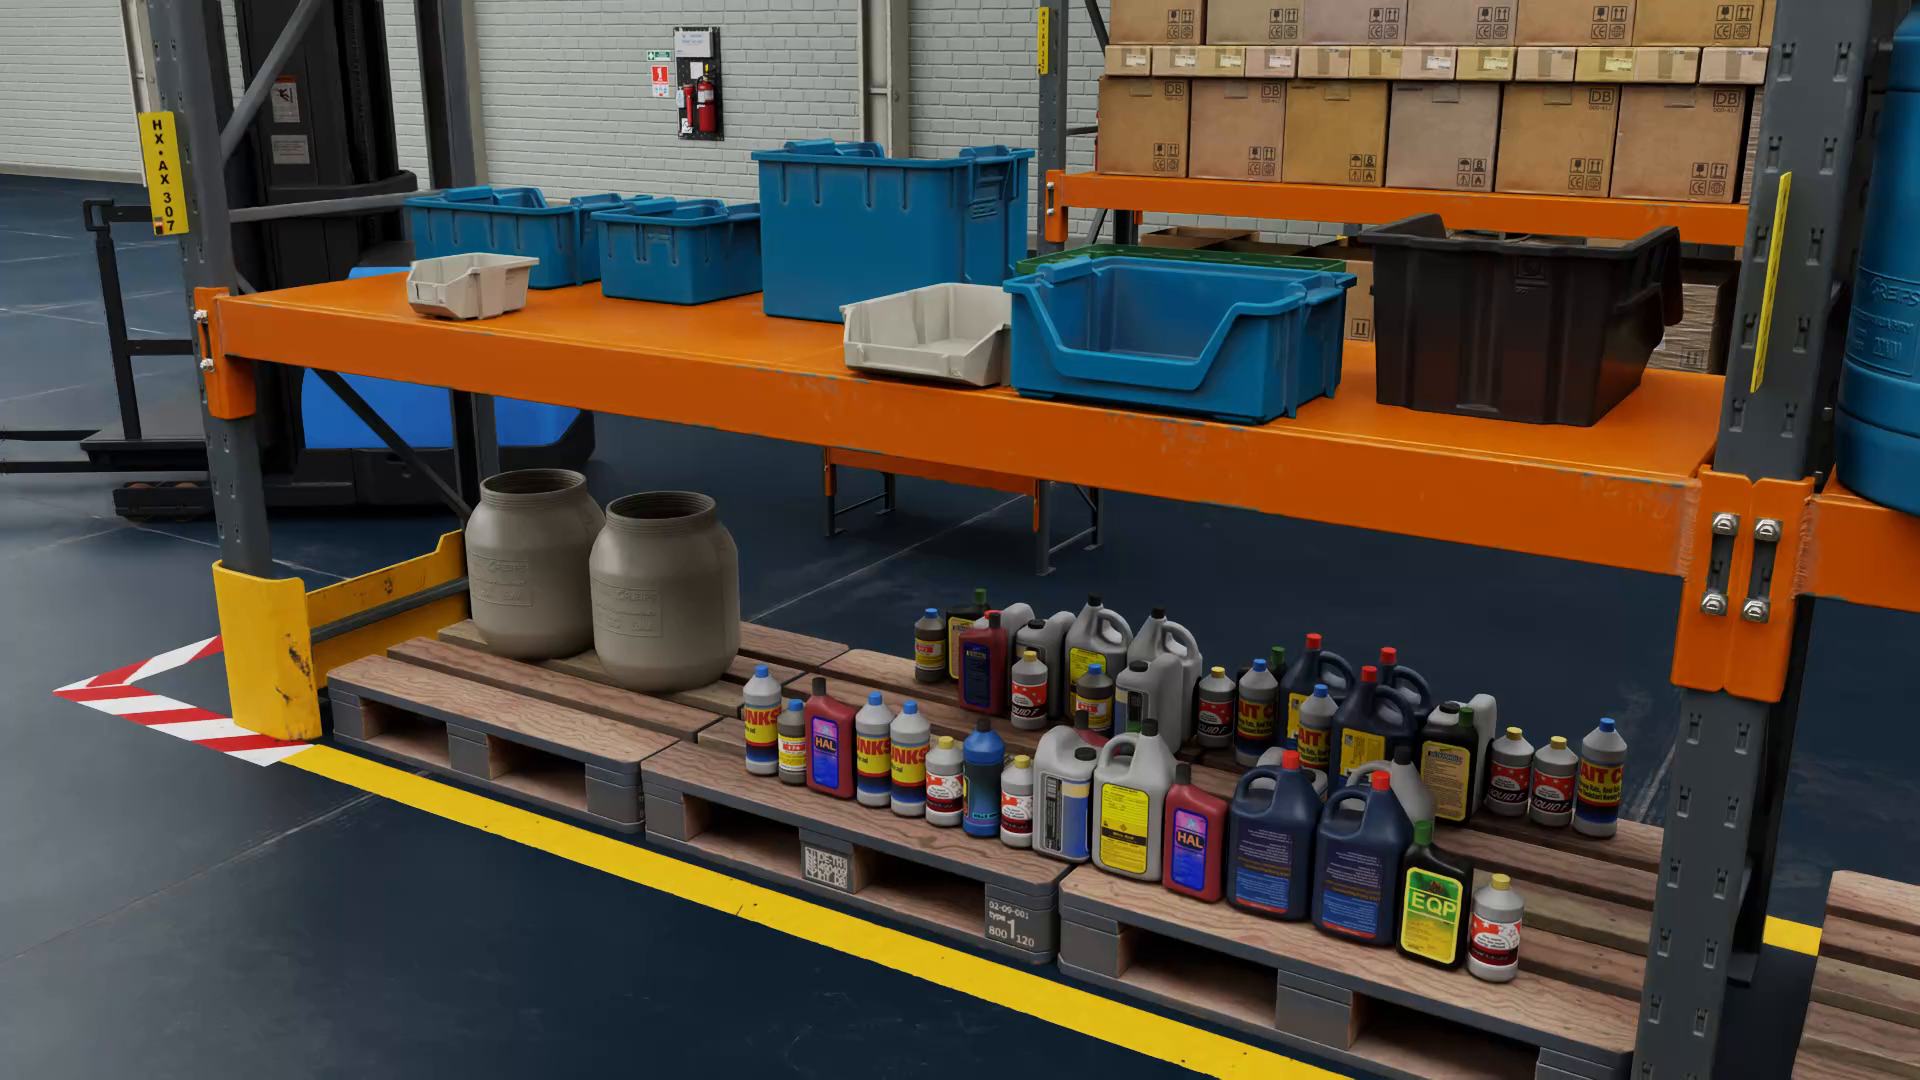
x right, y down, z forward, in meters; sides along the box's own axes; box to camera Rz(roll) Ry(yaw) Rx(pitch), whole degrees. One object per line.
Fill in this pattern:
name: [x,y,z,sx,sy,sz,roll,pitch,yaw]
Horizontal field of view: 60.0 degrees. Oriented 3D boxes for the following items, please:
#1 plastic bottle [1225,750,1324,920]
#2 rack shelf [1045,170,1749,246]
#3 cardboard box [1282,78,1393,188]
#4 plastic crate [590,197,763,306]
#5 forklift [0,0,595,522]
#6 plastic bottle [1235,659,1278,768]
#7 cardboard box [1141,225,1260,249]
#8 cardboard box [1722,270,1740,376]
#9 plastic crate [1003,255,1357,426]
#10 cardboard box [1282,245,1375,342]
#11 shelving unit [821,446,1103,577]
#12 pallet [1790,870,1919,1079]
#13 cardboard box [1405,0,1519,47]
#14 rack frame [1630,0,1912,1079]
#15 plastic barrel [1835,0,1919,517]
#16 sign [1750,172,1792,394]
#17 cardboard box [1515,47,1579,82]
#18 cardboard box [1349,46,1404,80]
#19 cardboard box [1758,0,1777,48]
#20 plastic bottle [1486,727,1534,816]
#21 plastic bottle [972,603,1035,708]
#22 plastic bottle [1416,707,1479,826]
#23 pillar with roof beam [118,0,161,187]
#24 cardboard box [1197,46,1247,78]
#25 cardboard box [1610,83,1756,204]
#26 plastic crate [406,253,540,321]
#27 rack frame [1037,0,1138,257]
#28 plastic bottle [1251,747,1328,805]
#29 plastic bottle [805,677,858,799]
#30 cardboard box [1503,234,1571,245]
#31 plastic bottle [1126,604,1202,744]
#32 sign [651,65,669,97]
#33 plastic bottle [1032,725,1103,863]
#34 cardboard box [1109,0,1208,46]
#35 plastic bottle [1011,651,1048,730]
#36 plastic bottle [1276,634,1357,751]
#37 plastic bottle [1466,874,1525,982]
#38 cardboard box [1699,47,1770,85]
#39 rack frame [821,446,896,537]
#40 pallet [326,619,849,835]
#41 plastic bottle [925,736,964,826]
plastic bottle: [0.668,0.608,3.519,0.185,0.351,0.144,9,19,27]
rack shelf: [2.423,-1.579,8.157,4.000,0.370,1.077,10,20,30]
cardboard box: [1.980,-2.046,8.283,0.500,0.500,0.700,10,20,30]
plastic crate: [-0.743,-0.828,4.702,0.408,0.251,0.499,10,20,30]
forklift: [-3.269,-1.635,7.222,3.031,2.935,1.130,-1,17,-3]
plastic bottle: [0.755,0.435,4.227,0.097,0.271,0.097,0,17,0]
cardboard box: [1.331,-1.464,9.257,0.500,0.500,0.500,10,20,30]
cardboard box: [3.896,-1.011,7.768,0.500,0.500,0.500,10,20,30]
plastic crate: [0.446,-0.423,3.368,0.616,0.251,0.499,10,20,30]
cardboard box: [1.919,-1.187,8.345,0.500,0.500,0.500,10,20,30]
shelving unit: [0.006,-0.537,6.714,1.048,1.125,0.538,10,20,30]
pallet: [2.221,1.051,3.058,1.213,0.211,1.003,10,20,30]
cardboard box: [2.463,-2.583,7.819,0.500,0.500,0.700,10,20,30]
rack frame: [1.532,-0.393,3.014,0.127,3.000,1.000,10,20,30]
plastic barrel: [1.702,-0.499,2.501,0.708,0.901,0.600,10,20,30]
sign: [1.234,-0.391,2.531,0.005,0.325,0.100,10,20,30]
cardboard box: [2.702,-2.159,7.540,0.250,0.149,0.380,11,20,32]
cardboard box: [2.039,-2.277,7.930,0.250,0.149,0.380,10,19,29]
cardboard box: [3.746,-2.354,7.065,0.500,0.500,0.700,10,20,30]
plastic bottle: [1.316,0.548,3.976,0.097,0.201,0.097,0,17,0]
plastic bottle: [0.118,0.307,4.638,0.135,0.276,0.152,10,20,30]
plastic bottle: [1.144,0.523,3.914,0.133,0.283,0.061,10,20,30]
pillar with roof beam: [-13.234,-8.105,18.081,0.400,9.000,9.100,10,20,30]
cardboard box: [1.378,-2.395,8.317,0.250,0.149,0.380,10,20,30]
cardboard box: [3.293,-1.812,7.512,0.500,0.500,0.700,10,20,29]
plastic crate: [-1.283,-0.659,4.345,0.250,0.136,0.298,10,20,30]
rack frame: [0.719,-2.228,9.054,0.127,3.000,1.000,10,20,30]
plastic bottle: [0.725,0.604,3.663,0.135,0.276,0.152,10,20,30]
plastic bottle: [-0.312,0.480,4.058,0.133,0.283,0.061,10,20,31]
cardboard box: [4.336,-2.165,12.716,0.500,0.311,0.500,12,21,35]
plastic bottle: [0.538,0.345,4.385,0.185,0.351,0.144,10,20,30]
sign: [-3.259,-4.987,18.078,0.234,0.329,0.001,10,20,30]
plastic bottle: [0.257,0.569,3.776,0.135,0.276,0.152,11,20,31]
cardboard box: [1.155,-2.814,8.580,0.500,0.500,0.700,10,20,30]
plastic bottle: [0.187,0.398,4.468,0.097,0.201,0.097,0,17,0]
plastic bottle: [0.900,0.410,4.172,0.185,0.351,0.144,9,19,28]
plastic bottle: [1.059,0.757,3.284,0.097,0.201,0.097,0,17,0]
cardboard box: [3.349,-2.043,7.158,0.250,0.149,0.380,9,19,28]
rack frame: [-0.427,-0.615,6.969,0.032,1.125,0.500,10,20,30]
pallet: [-1.098,0.458,5.011,1.213,0.211,1.003,10,20,30]
plastic bottle: [-0.033,0.562,3.926,0.097,0.201,0.097,0,17,0]
